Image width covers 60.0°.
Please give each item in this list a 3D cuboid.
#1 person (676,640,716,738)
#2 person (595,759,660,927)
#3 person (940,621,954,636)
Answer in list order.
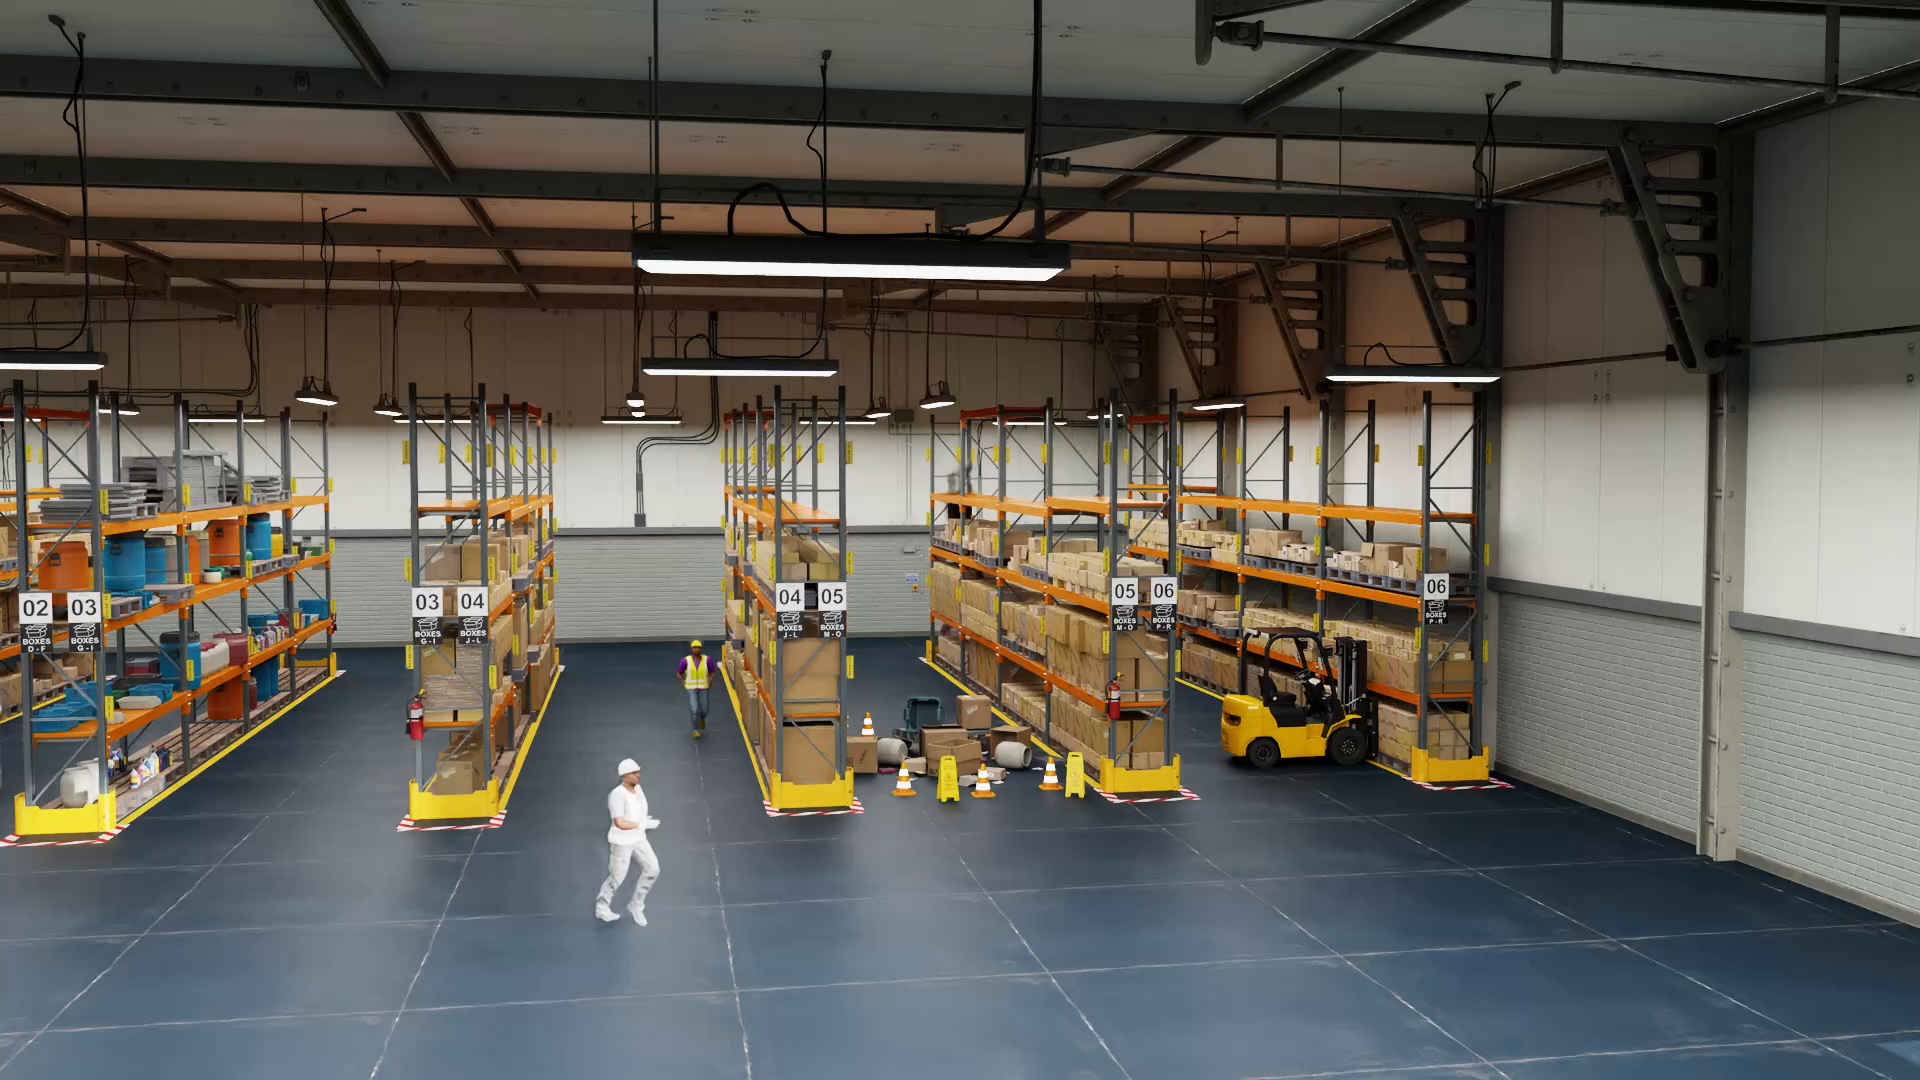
[{"bbox_3d":[-4.694,2.641,29.619,0.700,1.719,0.625,-1,3,-14],"label":"person"},{"bbox_3d":[-3.496,3.220,17.638,0.822,1.809,0.657,1,3,23],"label":"person"},{"bbox_3d":[-0.330,2.044,41.848,0.832,1.628,0.653,1,3,22],"label":"person"}]
